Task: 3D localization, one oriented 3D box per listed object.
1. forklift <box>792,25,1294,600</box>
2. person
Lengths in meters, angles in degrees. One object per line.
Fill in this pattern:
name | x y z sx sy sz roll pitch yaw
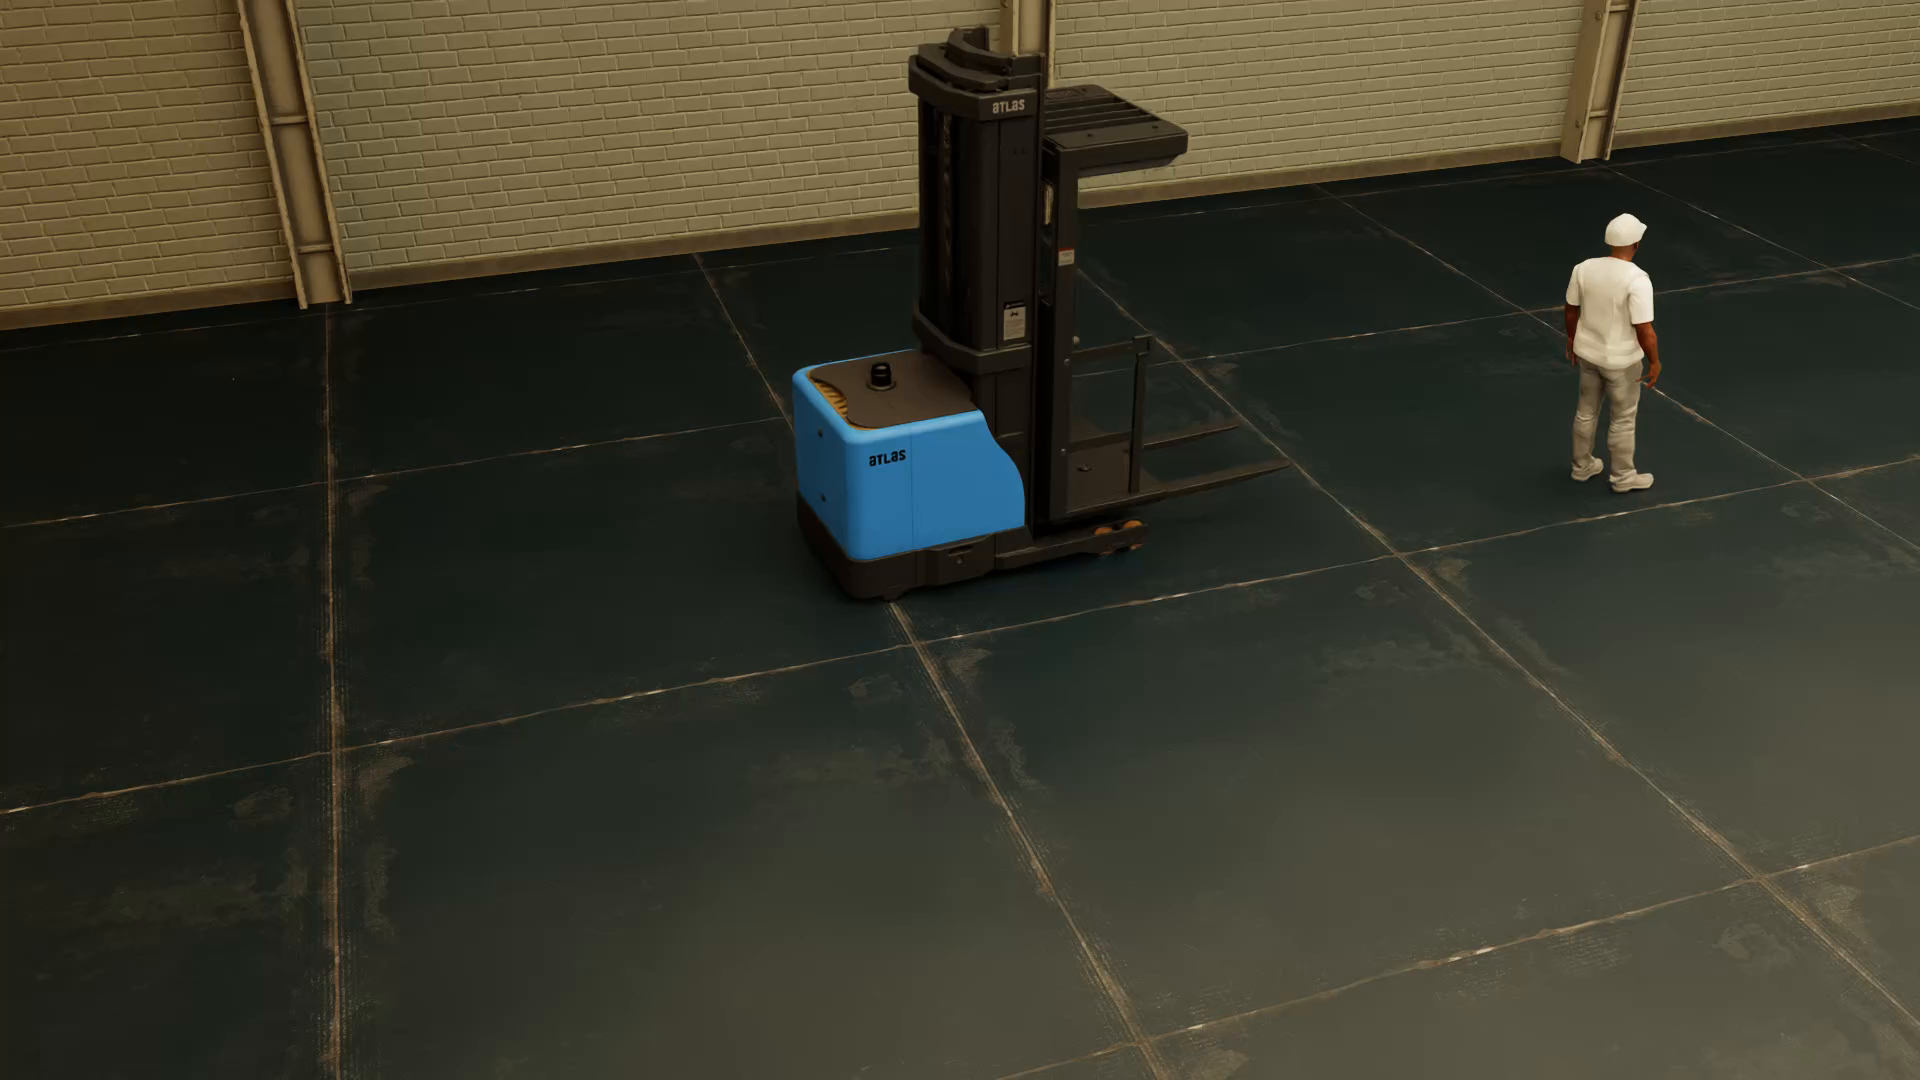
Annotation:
forklift | 0.578 -1.407 9.533 3.031 2.935 1.130 -12 32 -20
person | 4.058 -1.167 10.273 0.563 1.768 0.664 -18 34 -28
